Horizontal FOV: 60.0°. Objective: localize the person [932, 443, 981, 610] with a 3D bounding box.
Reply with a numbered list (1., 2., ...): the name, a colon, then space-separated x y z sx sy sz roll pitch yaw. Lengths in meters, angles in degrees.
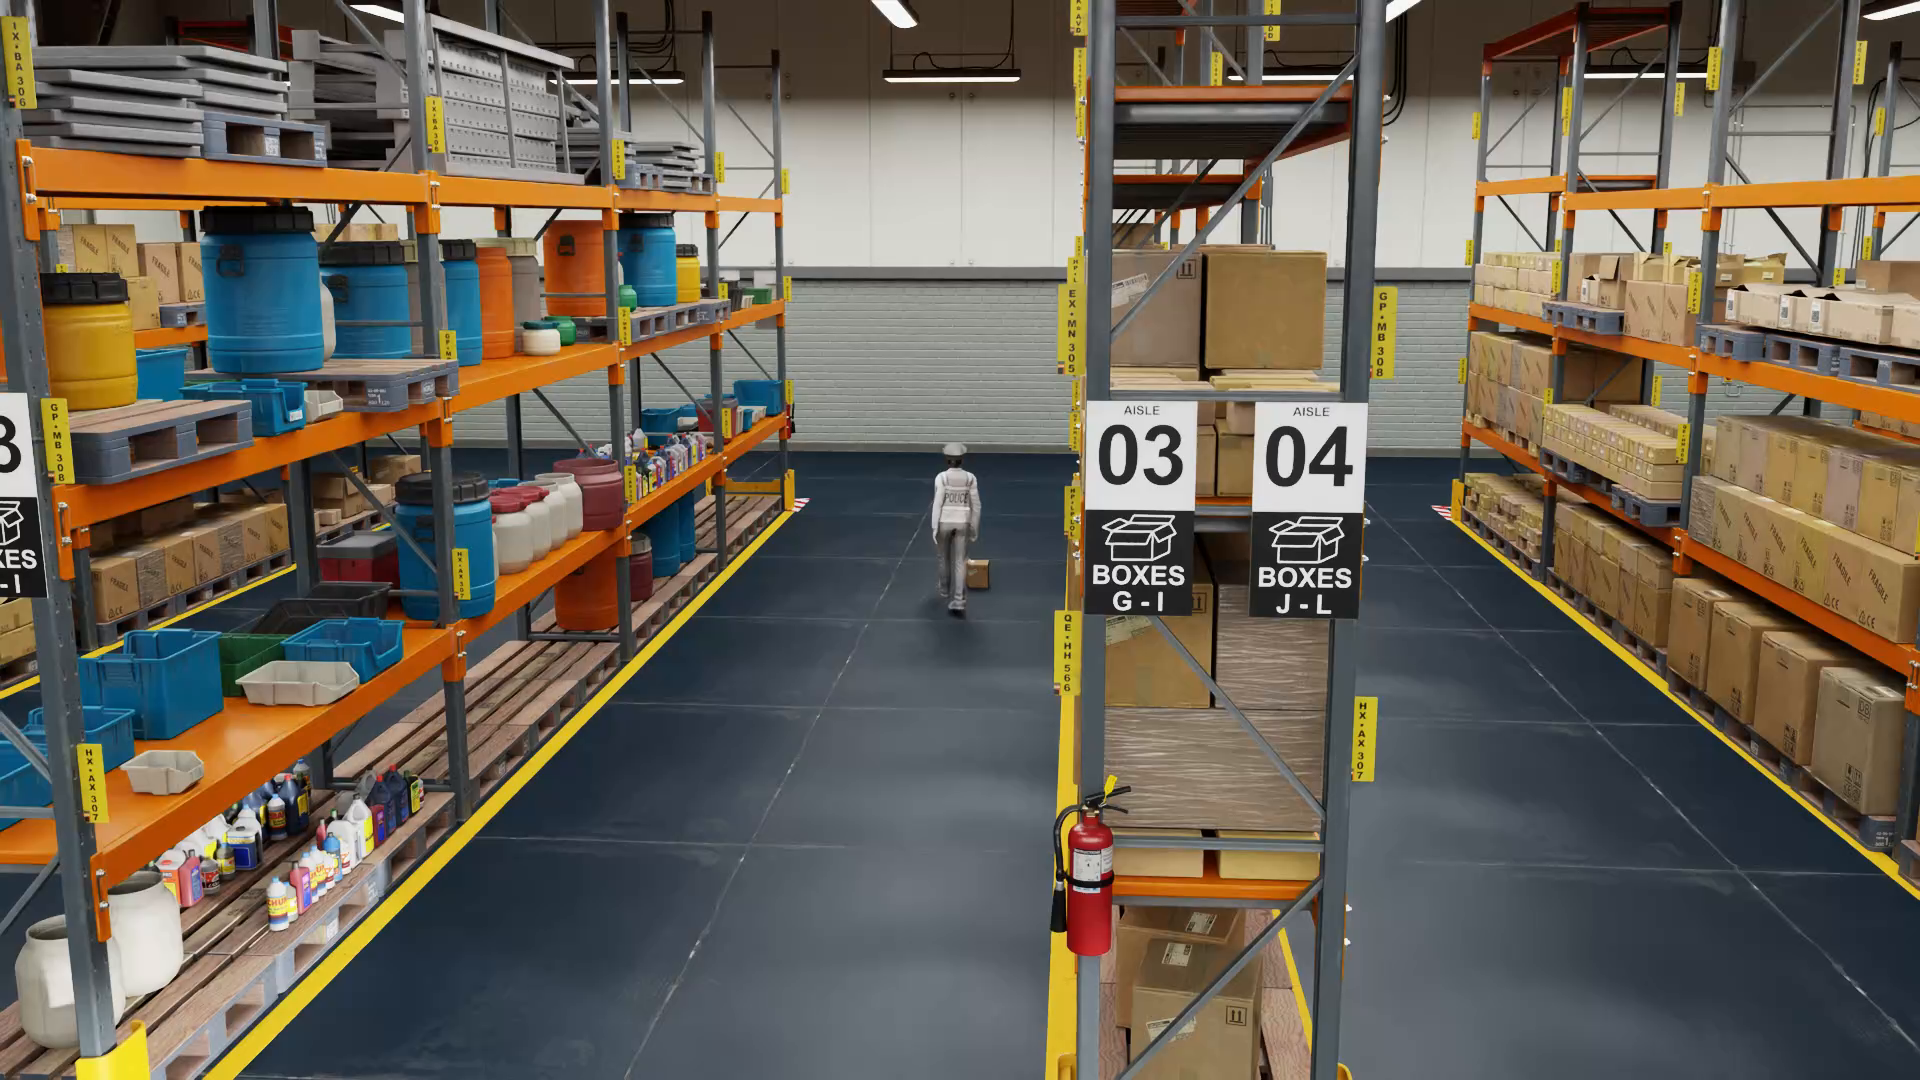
1. person: -0.038 -0.163 16.727 0.508 1.619 0.997 -1 11 -4
